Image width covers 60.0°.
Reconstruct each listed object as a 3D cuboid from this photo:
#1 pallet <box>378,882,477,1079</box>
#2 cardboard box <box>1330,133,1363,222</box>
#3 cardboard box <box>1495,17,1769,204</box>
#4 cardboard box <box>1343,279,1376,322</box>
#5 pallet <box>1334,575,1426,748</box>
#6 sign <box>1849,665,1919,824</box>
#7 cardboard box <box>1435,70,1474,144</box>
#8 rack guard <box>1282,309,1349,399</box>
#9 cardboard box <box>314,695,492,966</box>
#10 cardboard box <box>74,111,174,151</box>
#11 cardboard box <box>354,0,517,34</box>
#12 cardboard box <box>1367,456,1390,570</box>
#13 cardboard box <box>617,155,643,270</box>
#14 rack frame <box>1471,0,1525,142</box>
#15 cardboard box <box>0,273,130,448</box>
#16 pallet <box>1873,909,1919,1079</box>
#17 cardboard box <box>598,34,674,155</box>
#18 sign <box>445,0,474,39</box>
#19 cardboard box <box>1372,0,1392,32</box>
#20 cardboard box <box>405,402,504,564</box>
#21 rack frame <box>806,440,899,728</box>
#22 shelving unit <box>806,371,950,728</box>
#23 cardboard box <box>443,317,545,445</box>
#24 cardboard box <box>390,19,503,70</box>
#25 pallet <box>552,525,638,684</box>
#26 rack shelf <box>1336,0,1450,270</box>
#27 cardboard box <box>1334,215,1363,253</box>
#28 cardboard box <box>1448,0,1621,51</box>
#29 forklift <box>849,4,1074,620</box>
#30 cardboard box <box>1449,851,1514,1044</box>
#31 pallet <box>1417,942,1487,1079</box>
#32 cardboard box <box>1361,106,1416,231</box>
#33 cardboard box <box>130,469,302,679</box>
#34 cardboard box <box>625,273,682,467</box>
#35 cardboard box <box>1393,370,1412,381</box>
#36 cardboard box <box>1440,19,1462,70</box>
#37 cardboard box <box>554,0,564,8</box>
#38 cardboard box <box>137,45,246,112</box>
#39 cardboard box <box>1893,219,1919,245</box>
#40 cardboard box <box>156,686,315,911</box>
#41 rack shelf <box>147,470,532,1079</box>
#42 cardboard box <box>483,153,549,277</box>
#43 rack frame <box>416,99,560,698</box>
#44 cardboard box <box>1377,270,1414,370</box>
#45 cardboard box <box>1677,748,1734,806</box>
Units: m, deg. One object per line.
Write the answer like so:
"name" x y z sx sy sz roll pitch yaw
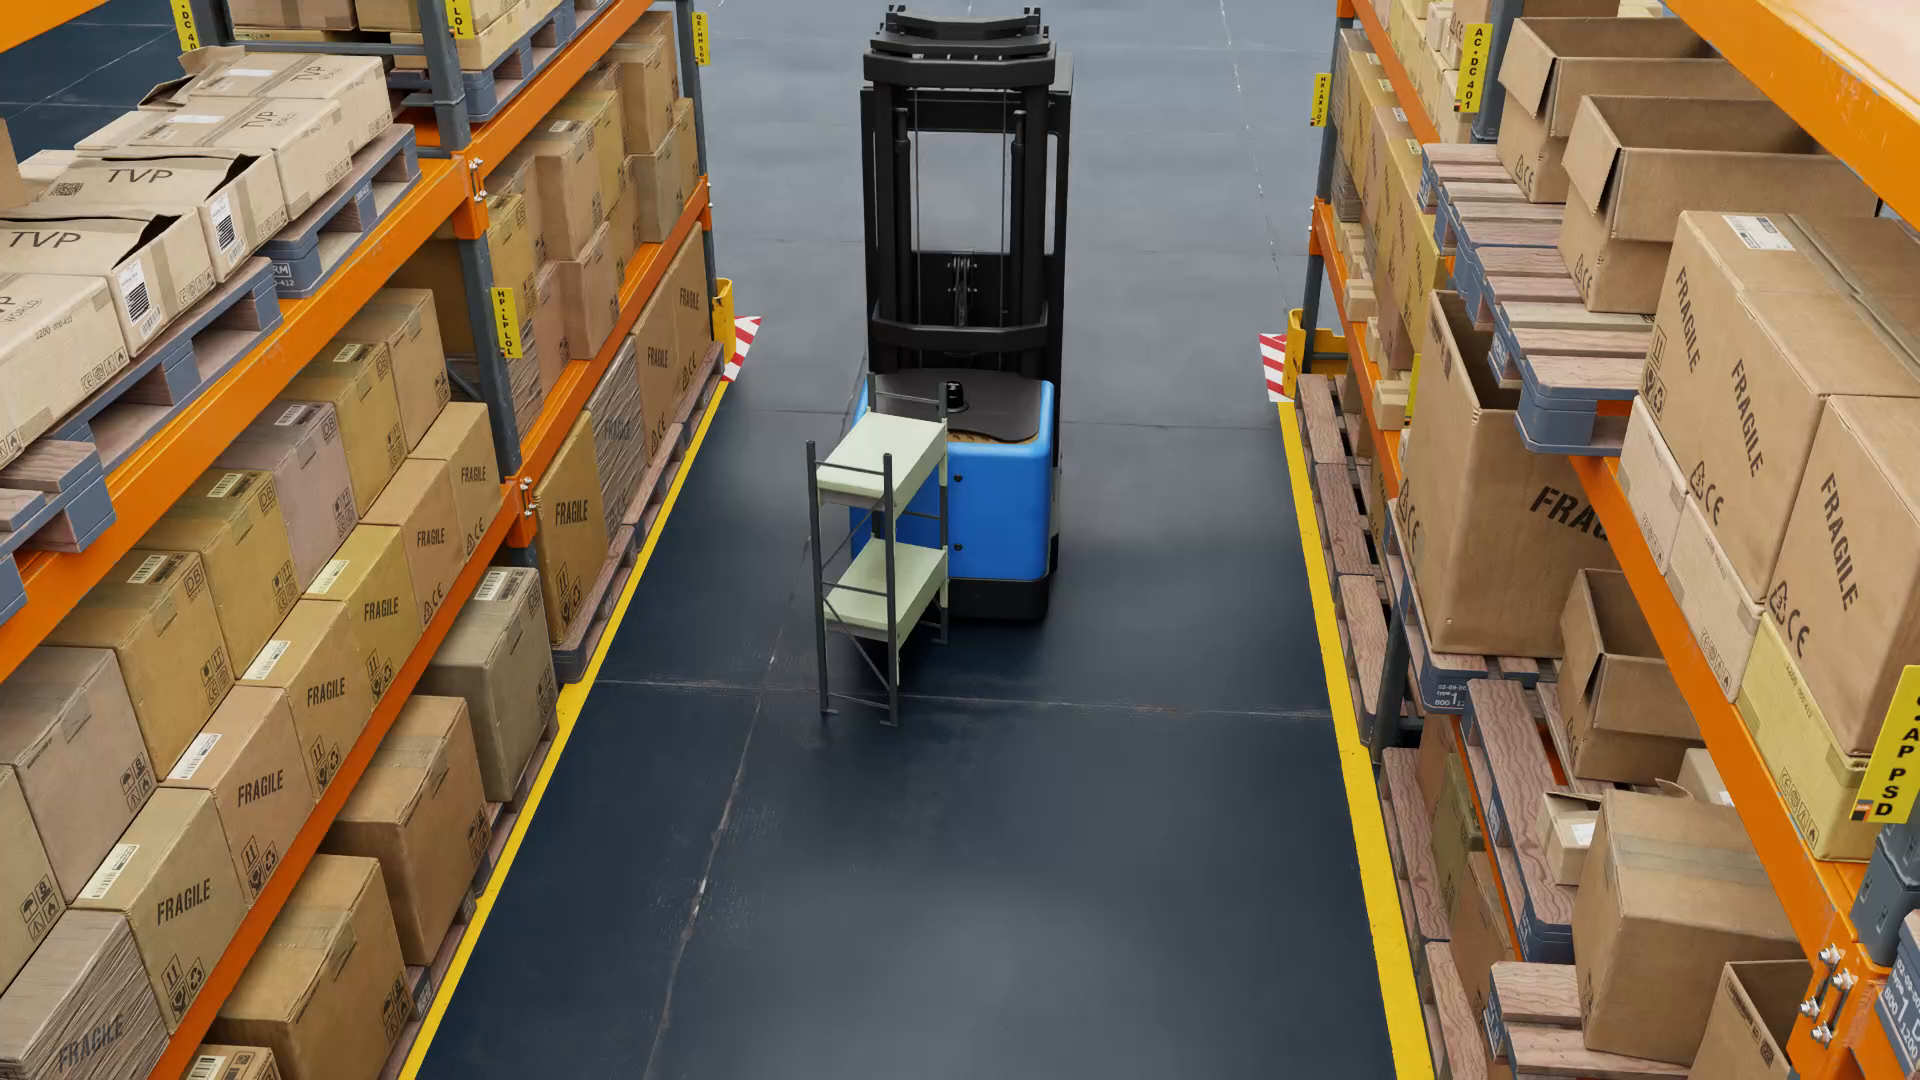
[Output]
"pallet" -2.579 1.742 6.503 1.003 0.211 1.213 2 32 4
"cardboard box" 2.694 -2.201 9.864 0.875 0.500 0.500 2 32 4
"cardboard box" 2.304 -1.485 5.723 0.797 0.503 0.637 1 32 2
"cardboard box" 2.287 -1.292 9.008 0.380 0.149 0.250 2 32 4
"pallet" 2.460 0.608 8.343 1.003 0.211 1.213 2 32 4
"sign" 1.574 0.343 2.762 0.100 0.325 0.005 2 32 4
"cardboard box" 2.217 -1.690 6.697 0.500 0.250 0.500 4 32 6
"rack guard" 2.760 -1.215 11.025 1.175 0.500 0.348 2 32 4
"cardboard box" -2.538 1.120 6.598 1.050 0.750 0.750 2 32 4
"cardboard box" -2.826 -1.351 5.749 0.250 0.149 0.380 2 32 4
"cardboard box" -2.176 -2.296 6.902 0.500 0.250 0.500 3 32 4
"cardboard box" 2.524 -0.177 8.940 0.500 0.500 0.500 0 32 0
"cardboard box" -2.348 -1.875 9.571 0.875 0.550 0.550 2 32 4
"rack frame" 2.441 -2.781 5.465 1.000 3.000 0.127 2 32 4
"cardboard box" -2.501 -0.466 4.215 0.500 0.250 0.500 3 32 5
"pallet" 2.115 1.007 2.358 1.213 0.211 1.003 4 32 6
"cardboard box" -2.191 -2.623 9.755 0.875 0.550 0.550 2 32 4
"sign" -1.953 -2.105 6.434 0.100 0.325 0.005 2 32 4
"cardboard box" 2.389 -2.762 8.437 0.500 0.250 0.500 2 32 4
"cardboard box" -2.271 -0.250 6.981 0.500 0.500 0.500 2 32 4
"rack frame" -0.491 0.231 7.726 0.400 1.500 0.023 10 33 16
"shelving unit" -0.372 0.050 8.020 0.431 1.500 0.755 10 33 16
"cardboard box" -2.477 -0.749 7.743 0.875 0.550 0.550 2 32 4
"cardboard box" -2.126 -2.059 6.897 0.380 0.149 0.250 2 32 3
"pallet" -2.355 0.301 8.840 1.003 0.211 1.213 2 32 4
"rack shelf" 2.603 -2.243 8.138 1.077 0.370 4.000 2 32 4
"cardboard box" 2.431 -1.813 9.852 0.380 0.149 0.250 2 32 4
"cardboard box" 2.223 -2.132 6.416 0.500 0.500 0.500 2 32 3
"forklift" 0.049 -1.577 9.296 1.130 2.935 3.031 2 32 4
"cardboard box" 2.266 1.511 6.182 0.700 0.500 0.500 0 32 0
"pallet" 2.282 2.007 6.072 1.003 0.211 1.213 2 32 4
"cardboard box" 2.328 -1.853 8.346 0.500 0.500 0.500 2 32 4
"cardboard box" -2.653 0.097 5.465 0.700 0.500 0.500 2 32 3
"cardboard box" -2.228 -1.040 9.983 0.875 0.875 0.875 2 32 3
"cardboard box" 2.336 -0.764 8.150 0.380 0.149 0.250 2 32 4
"cardboard box" 2.226 -2.063 6.922 0.380 0.149 0.250 1 32 2
"cardboard box" -2.045 -2.591 7.760 0.380 0.149 0.250 2 32 3
"cardboard box" -2.793 -1.628 6.086 0.258 0.266 0.396 2 32 3
"cardboard box" 2.488 -0.431 3.939 0.500 0.500 0.500 2 32 3
"cardboard box" -2.435 0.805 5.270 0.500 0.500 0.500 2 32 4
"rack shelf" -2.658 0.860 5.961 1.077 0.370 4.000 2 32 4
"cardboard box" -2.502 -1.499 7.932 0.875 0.550 0.550 2 32 4
"rack frame" -2.495 -0.492 7.469 1.000 3.000 0.127 2 32 4
"cardboard box" 2.555 -1.154 8.166 0.875 0.500 0.500 2 32 4
"cardboard box" 2.481 0.883 4.981 0.500 0.250 0.500 2 32 3
